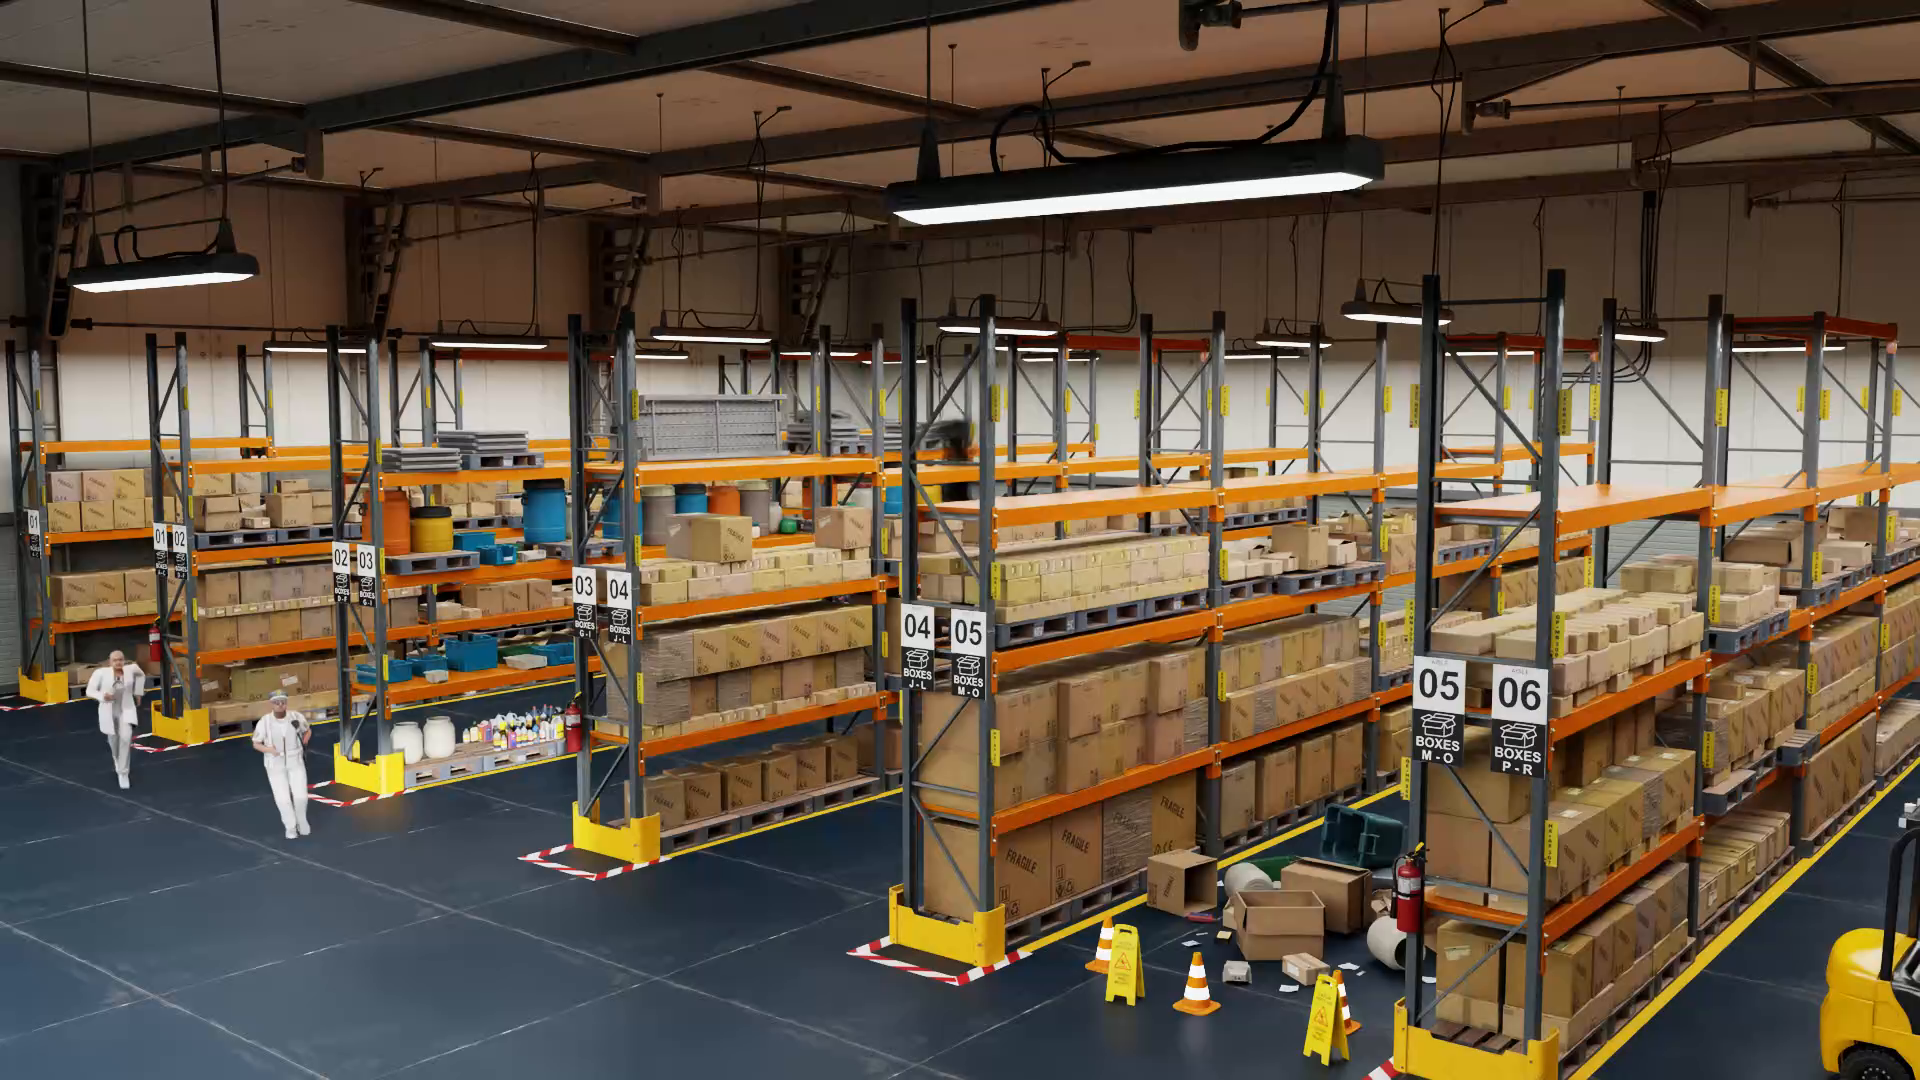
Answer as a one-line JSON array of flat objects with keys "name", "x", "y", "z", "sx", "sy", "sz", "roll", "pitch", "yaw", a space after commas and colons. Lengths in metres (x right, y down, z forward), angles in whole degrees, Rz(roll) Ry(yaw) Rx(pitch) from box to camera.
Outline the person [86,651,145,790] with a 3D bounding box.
[{"name": "person", "x": -11.140, "y": 2.325, "z": 21.980, "sx": 0.689, "sy": 1.795, "sz": 1.119, "roll": -2, "pitch": 6, "yaw": -25}]

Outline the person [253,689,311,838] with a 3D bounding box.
[{"name": "person", "x": -7.772, "y": 2.593, "z": 19.115, "sx": 0.638, "sy": 1.770, "sz": 0.585, "roll": -2, "pitch": 6, "yaw": -25}]
